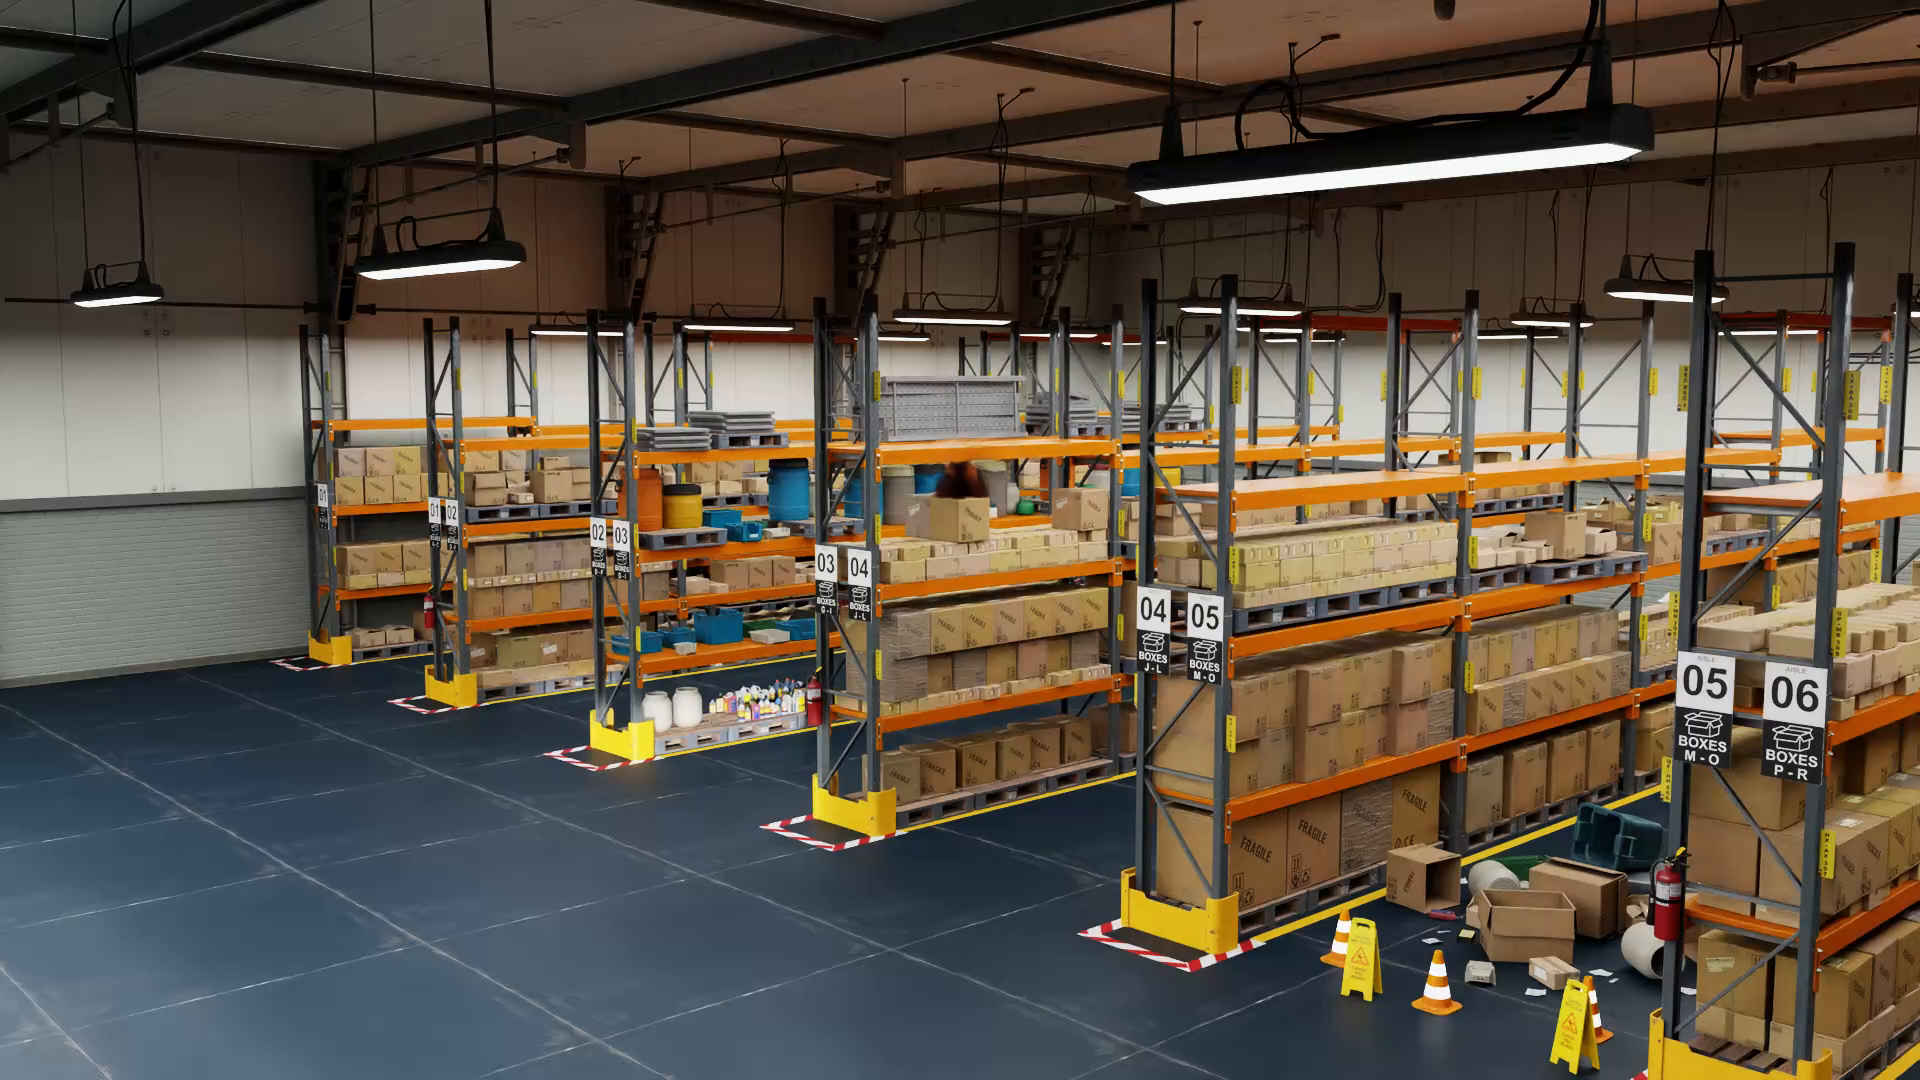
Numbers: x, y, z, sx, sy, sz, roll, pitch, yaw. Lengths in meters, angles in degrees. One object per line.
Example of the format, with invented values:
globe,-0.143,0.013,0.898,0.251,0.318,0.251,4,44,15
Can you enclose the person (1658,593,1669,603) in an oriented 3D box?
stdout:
person,10.858,1.693,25.556,0.389,1.778,0.605,4,7,34
